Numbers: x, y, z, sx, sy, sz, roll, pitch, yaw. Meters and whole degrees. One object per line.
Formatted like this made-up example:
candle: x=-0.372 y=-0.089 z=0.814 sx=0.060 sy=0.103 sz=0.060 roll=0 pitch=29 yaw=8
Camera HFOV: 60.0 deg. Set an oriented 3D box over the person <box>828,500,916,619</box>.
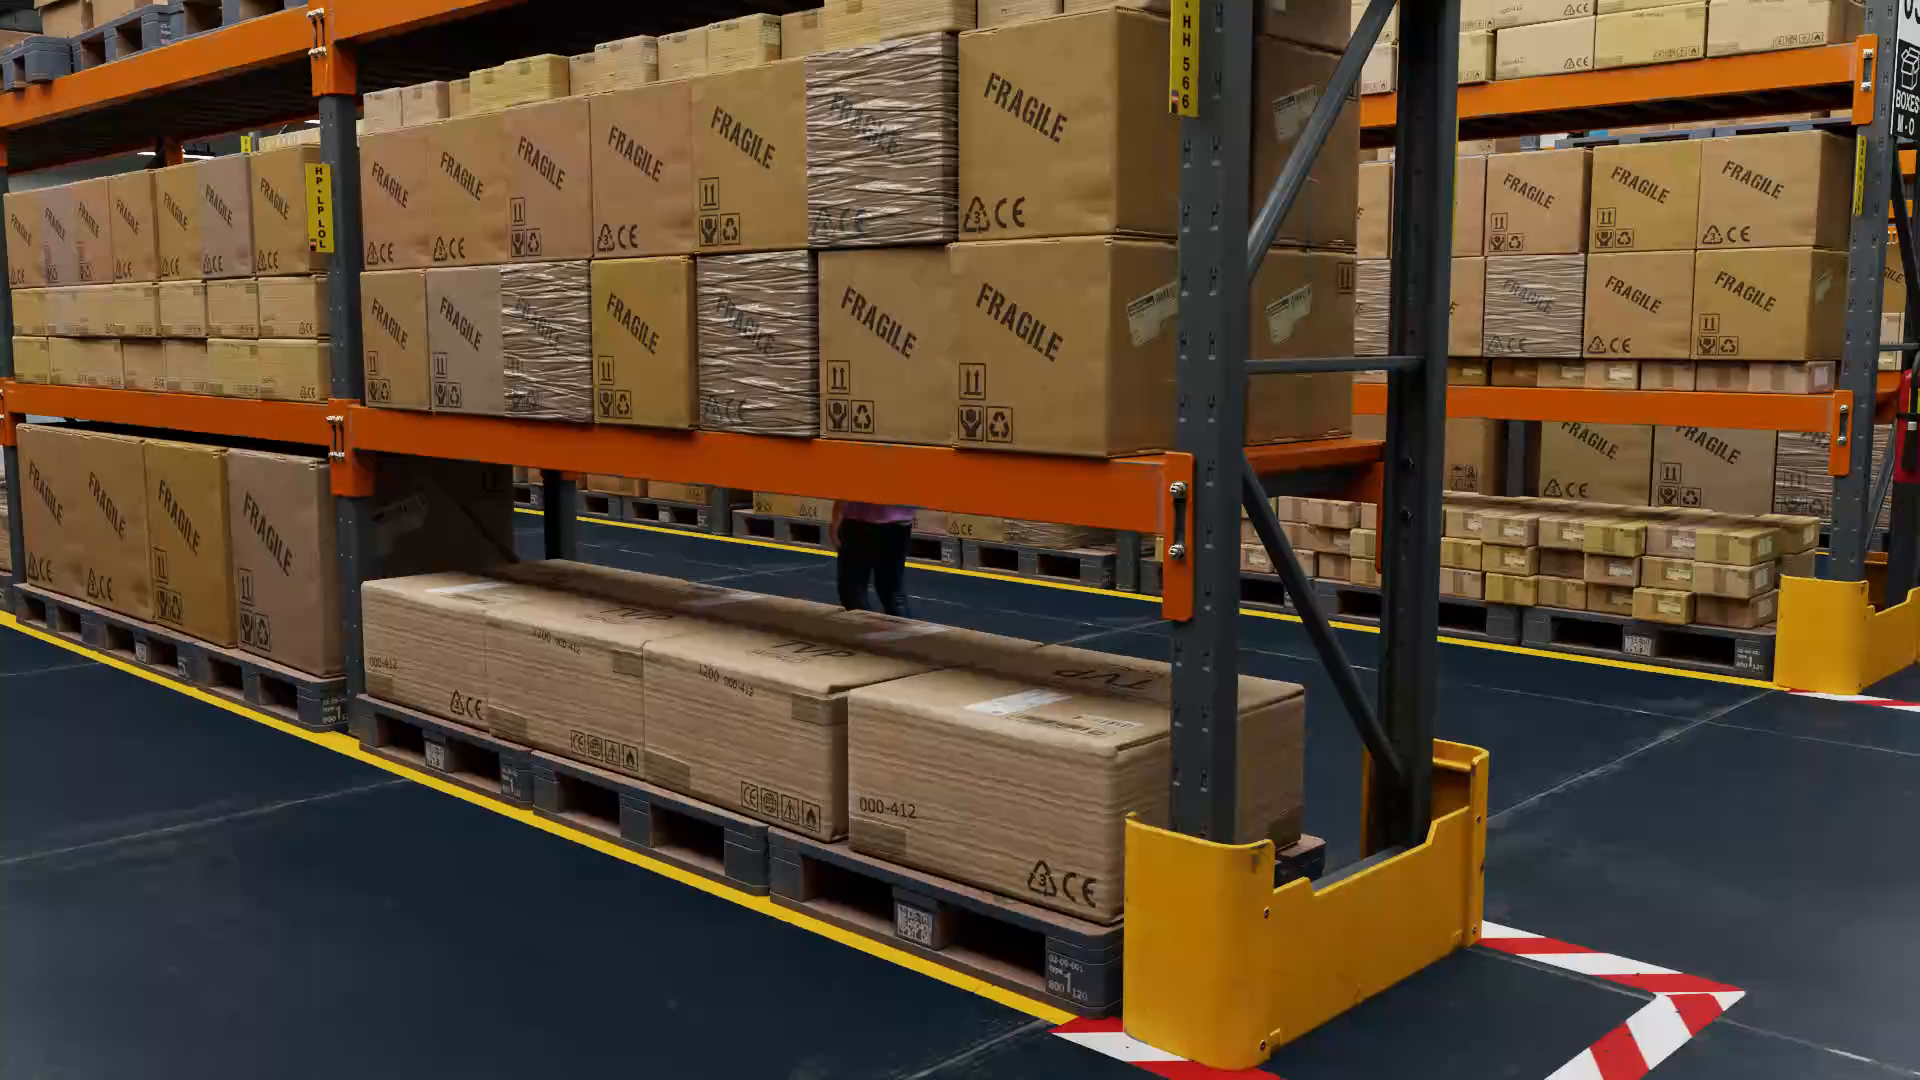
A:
person: x=-0.371 y=-0.098 z=7.085 sx=0.349 sy=1.592 sz=0.483 roll=6 pitch=9 yaw=40
